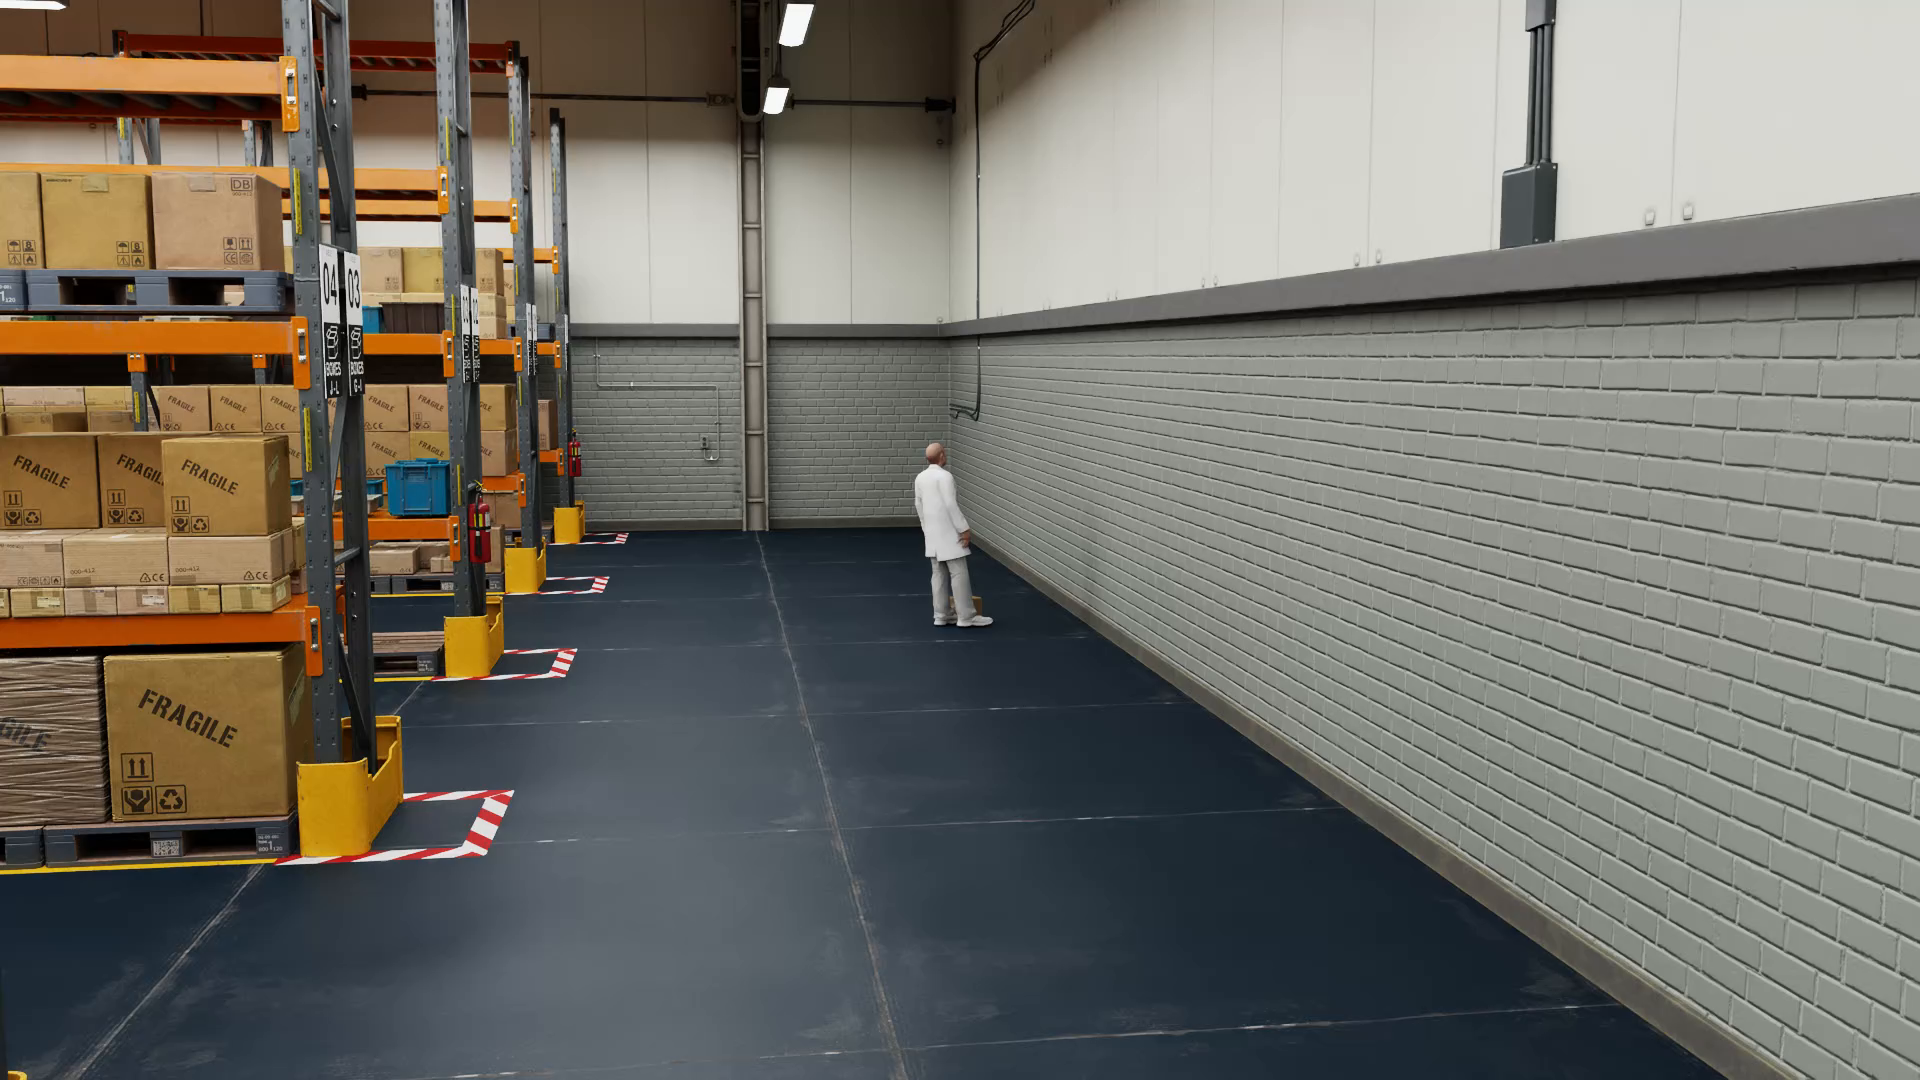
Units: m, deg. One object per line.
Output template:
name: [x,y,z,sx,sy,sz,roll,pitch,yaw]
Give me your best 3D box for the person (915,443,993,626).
person: [-0.084,-0.060,16.232,0.578,1.779,0.698,-5,8,-37]
